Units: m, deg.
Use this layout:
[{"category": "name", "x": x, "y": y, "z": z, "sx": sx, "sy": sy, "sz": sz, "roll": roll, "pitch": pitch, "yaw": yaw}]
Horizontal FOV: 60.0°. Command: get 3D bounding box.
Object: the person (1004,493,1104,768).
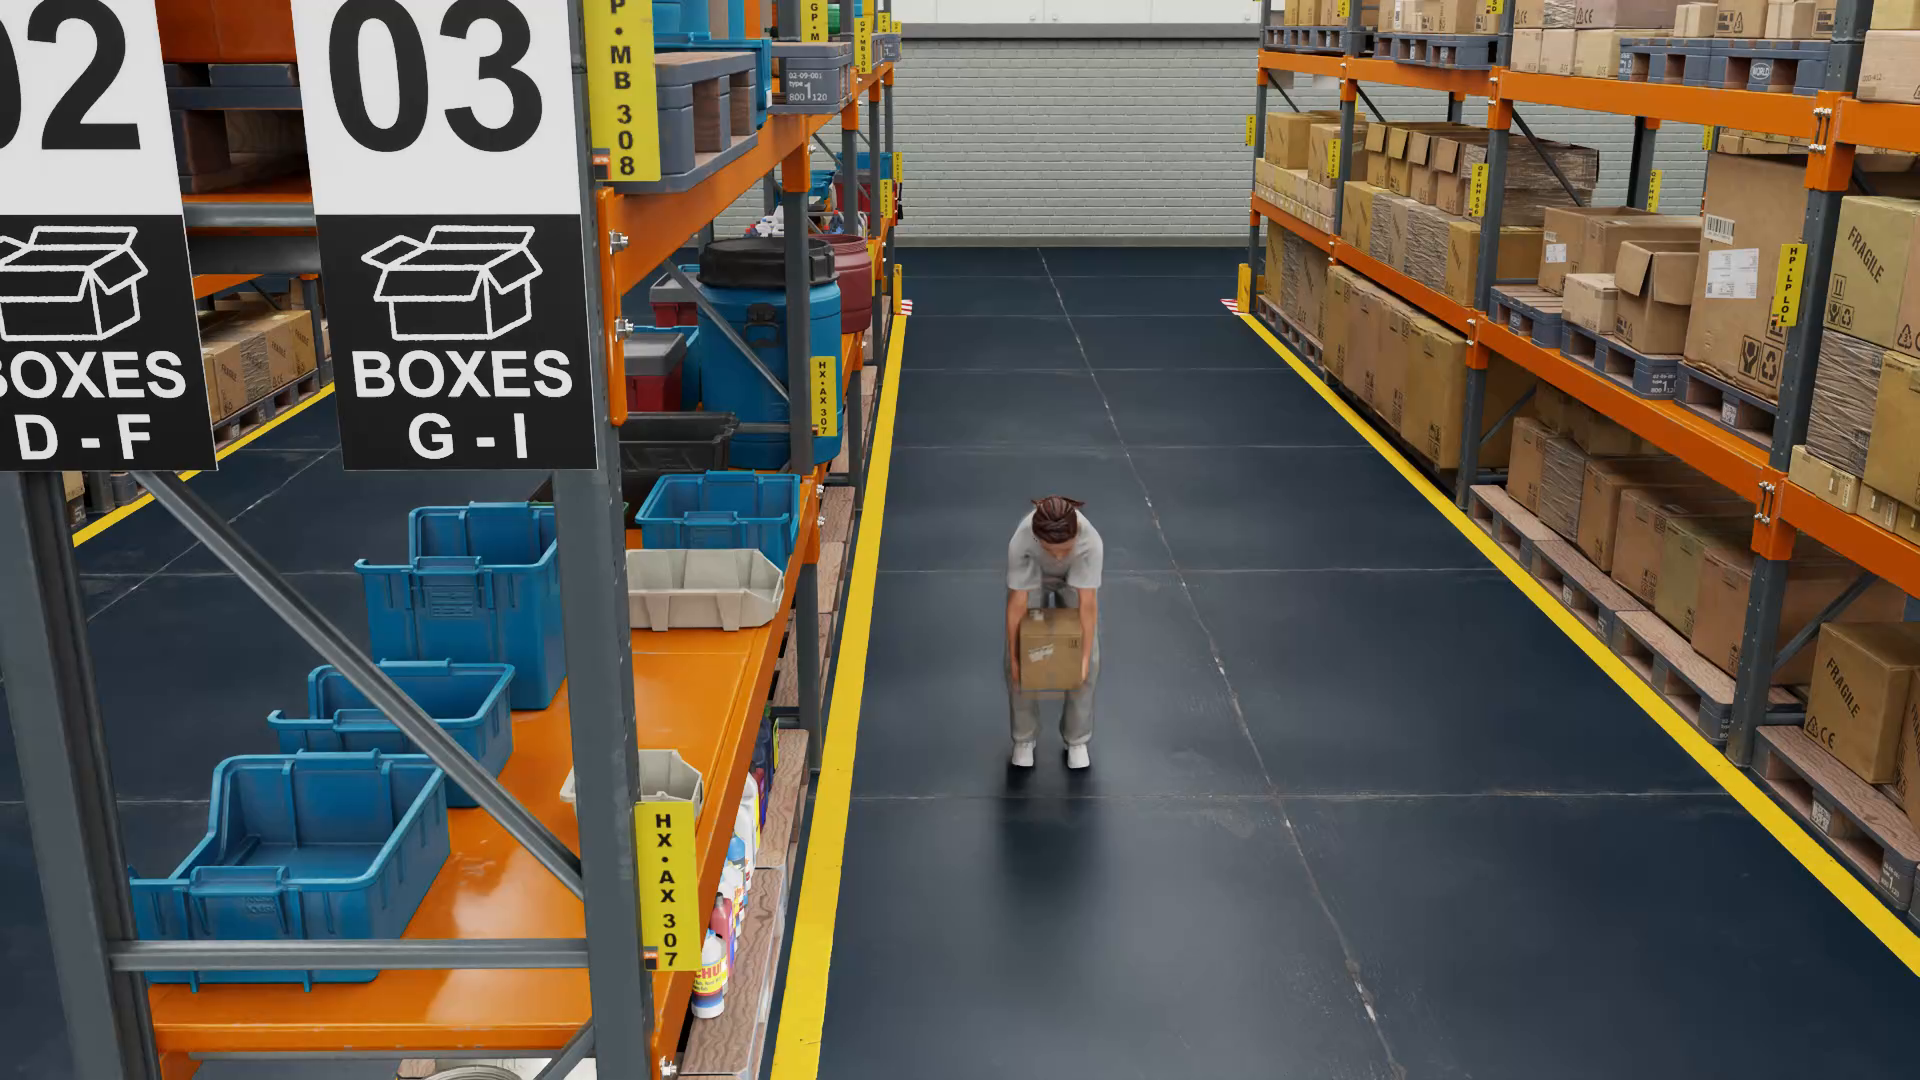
[{"category": "person", "x": 0.385, "y": 0.385, "z": 6.926, "sx": 0.409, "sy": 1.312, "sz": 0.812, "roll": 1, "pitch": 17, "yaw": 3}]
